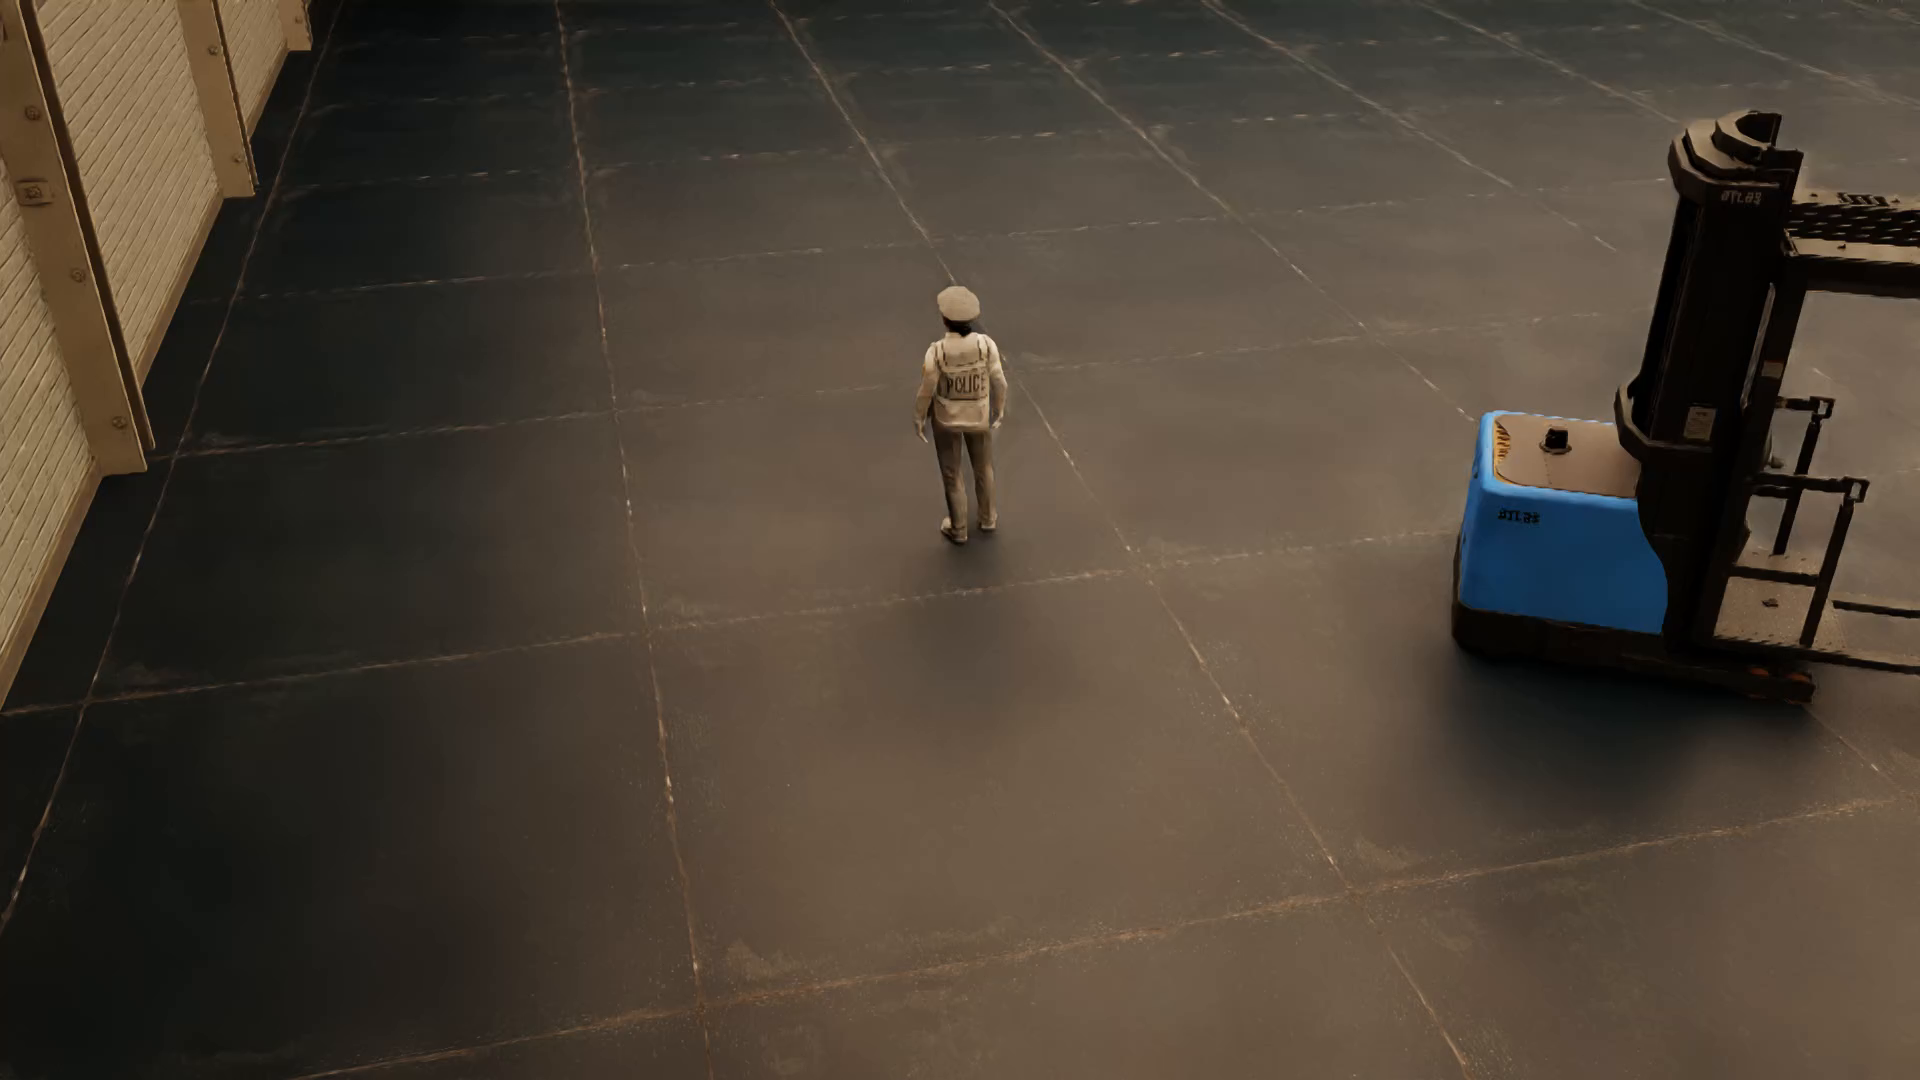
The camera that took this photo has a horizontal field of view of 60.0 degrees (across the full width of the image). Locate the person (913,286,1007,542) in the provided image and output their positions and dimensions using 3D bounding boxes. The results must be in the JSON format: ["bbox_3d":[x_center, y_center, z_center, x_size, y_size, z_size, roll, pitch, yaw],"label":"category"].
[{"bbox_3d":[-0.009,-0.773,10.130,0.586,1.695,0.532,-7,31,-12],"label":"person"}]

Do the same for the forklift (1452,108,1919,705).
[{"bbox_3d":[4.363,-0.678,8.745,3.031,2.935,1.130,8,31,13],"label":"forklift"}]
